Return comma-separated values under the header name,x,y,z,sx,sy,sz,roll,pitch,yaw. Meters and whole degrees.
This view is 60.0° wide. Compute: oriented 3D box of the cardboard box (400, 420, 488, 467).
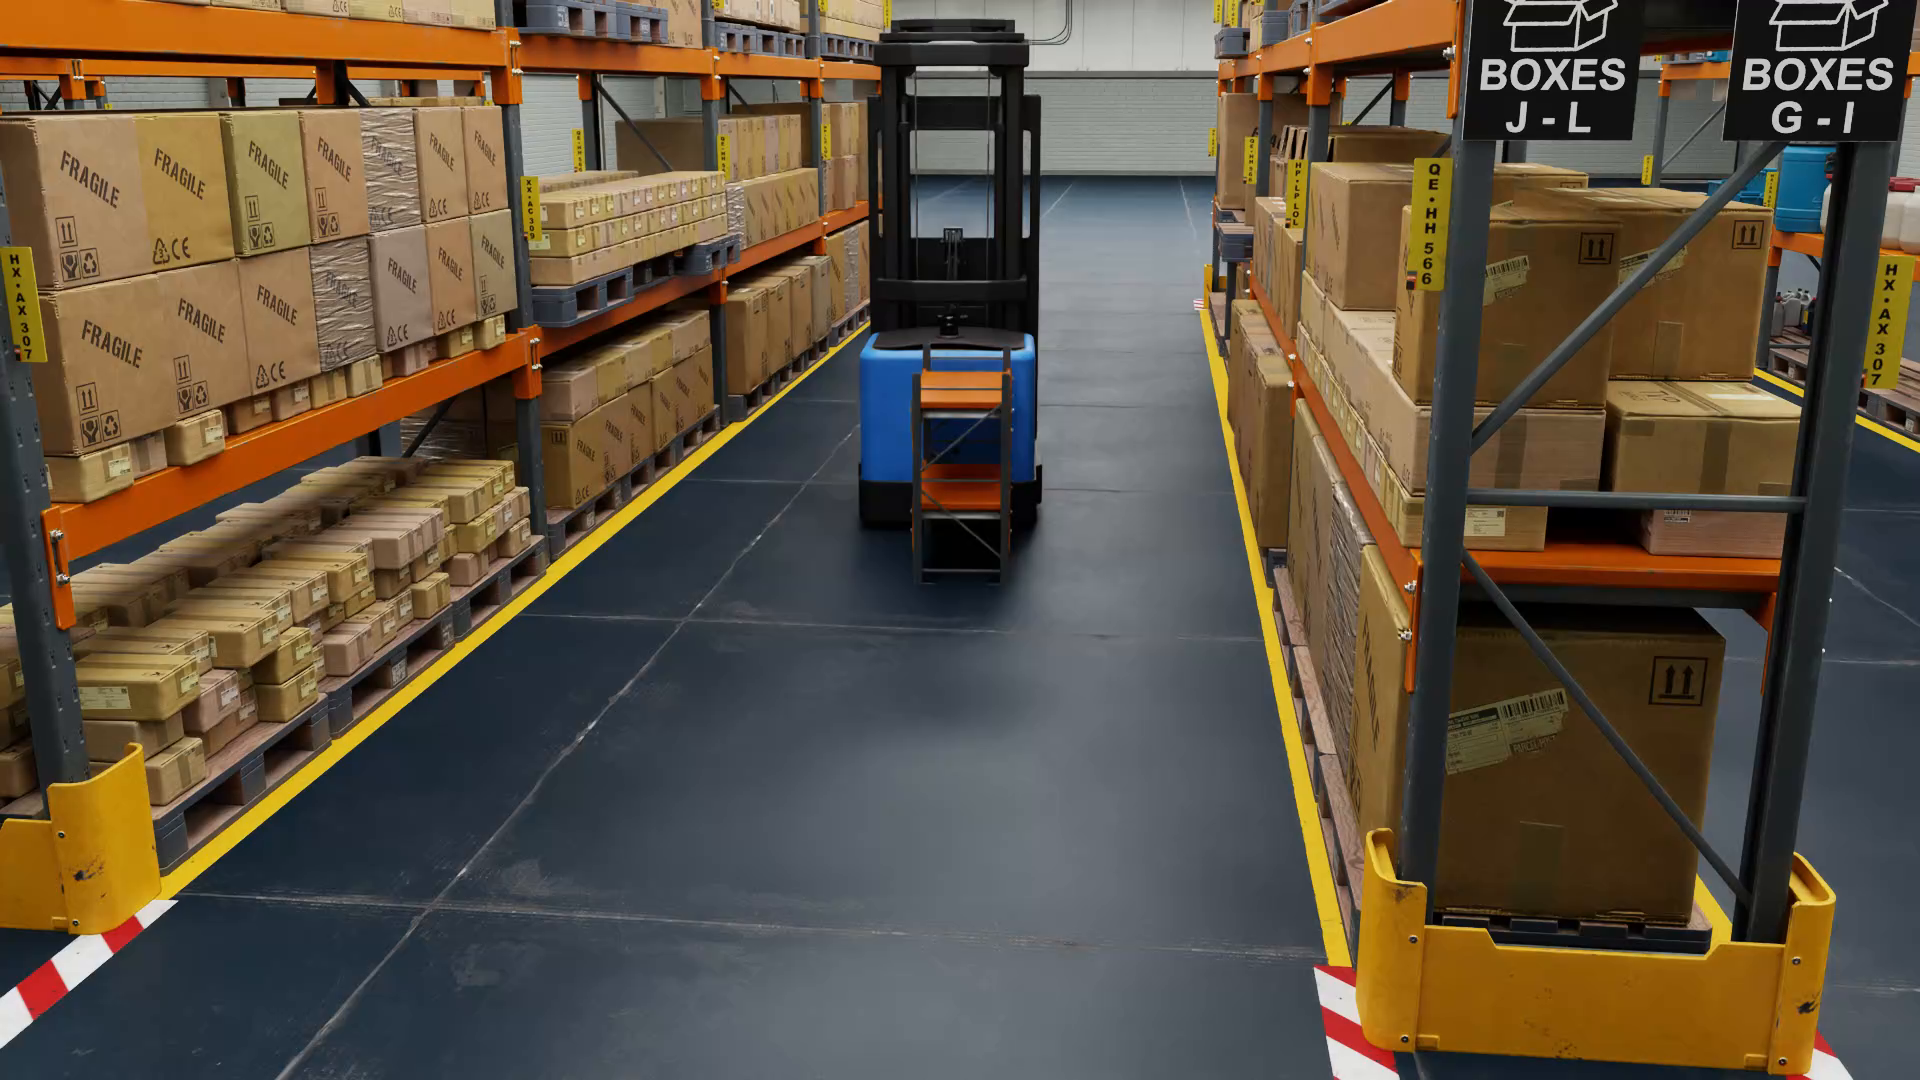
name,x,y,z,sx,sy,sz,roll,pitch,yaw
cardboard box,-2.920,-0.499,9.744,0.500,0.500,0.500,1,15,5

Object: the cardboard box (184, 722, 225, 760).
name,x,y,z,sx,sy,sz,roll,pitch,yaw
cardboard box,-2.879,0.711,5.943,0.380,0.149,0.250,2,15,6

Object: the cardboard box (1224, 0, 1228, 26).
name,x,y,z,sx,sy,sz,roll,pitch,yaw
cardboard box,3.082,-5.747,17.705,0.500,0.500,0.500,2,15,6

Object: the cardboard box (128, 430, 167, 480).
name,x,y,z,sx,sy,sz,roll,pitch,yaw
cardboard box,-2.854,-0.286,5.455,0.380,0.149,0.250,2,15,8

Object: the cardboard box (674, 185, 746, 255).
name,x,y,z,sx,sy,sz,roll,pitch,yaw
cardboard box,-1.983,-2.497,12.960,0.500,0.500,0.500,2,15,7

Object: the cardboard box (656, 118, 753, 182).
name,x,y,z,sx,sy,sz,roll,pitch,yaw
cardboard box,-2.129,-3.252,13.835,0.700,0.500,0.500,1,15,5

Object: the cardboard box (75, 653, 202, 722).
name,x,y,z,sx,sy,sz,roll,pitch,yaw
cardboard box,-2.808,0.495,5.604,0.380,0.149,0.250,1,15,4

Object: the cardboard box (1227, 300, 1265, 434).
name,x,y,z,sx,sy,sz,roll,pitch,yaw
cardboard box,2.517,-1.167,11.497,1.225,0.875,0.875,1,15,4

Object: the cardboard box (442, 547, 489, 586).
name,x,y,z,sx,sy,sz,roll,pitch,yaw
cardboard box,-2.537,0.117,8.139,0.380,0.149,0.250,1,15,4

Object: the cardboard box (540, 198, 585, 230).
name,x,y,z,sx,sy,sz,roll,pitch,yaw
cardboard box,-2.251,-1.760,8.963,0.380,0.149,0.250,2,15,9

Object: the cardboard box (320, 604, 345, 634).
name,x,y,z,sx,sy,sz,roll,pitch,yaw
cardboard box,-2.802,0.294,6.916,0.380,0.149,0.250,2,15,9

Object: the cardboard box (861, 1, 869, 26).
name,x,y,z,sx,sy,sz,roll,pitch,yaw
cardboard box,-1.291,-5.791,18.305,0.500,0.250,0.500,2,15,6

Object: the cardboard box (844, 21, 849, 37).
name,x,y,z,sx,sy,sz,roll,pitch,yaw
cardboard box,-1.358,-5.304,17.270,0.380,0.149,0.250,1,15,5

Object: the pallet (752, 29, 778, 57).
name,x,y,z,sx,sy,sz,roll,pitch,yaw
pallet,-2.158,-4.156,13.901,1.003,0.211,1.213,2,15,9

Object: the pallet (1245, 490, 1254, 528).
name,x,y,z,sx,sy,sz,roll,pitch,yaw
pallet,2.311,-0.304,10.384,1.003,0.211,1.213,2,15,6

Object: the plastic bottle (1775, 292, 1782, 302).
name,x,y,z,sx,sy,sz,roll,pitch,yaw
plastic bottle,8.506,-2.448,17.329,0.061,0.283,0.133,2,15,6

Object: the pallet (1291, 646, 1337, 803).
name,x,y,z,sx,sy,sz,roll,pitch,yaw
pallet,1.865,0.727,6.568,1.003,0.211,1.213,2,15,6

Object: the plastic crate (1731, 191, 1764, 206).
name,x,y,z,sx,sy,sz,roll,pitch,yaw
plastic crate,7.843,-3.283,16.342,0.499,0.251,0.616,2,15,6

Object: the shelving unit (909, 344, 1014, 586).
name,x,y,z,sx,sy,sz,roll,pitch,yaw
shelving unit,0.022,-0.438,9.126,0.538,1.125,1.048,0,15,2

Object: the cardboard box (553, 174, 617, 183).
name,x,y,z,sx,sy,sz,roll,pitch,yaw
cardboard box,-2.606,-2.462,11.557,0.380,0.149,0.250,2,15,6

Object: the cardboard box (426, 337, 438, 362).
name,x,y,z,sx,sy,sz,roll,pitch,yaw
cardboard box,-2.660,-0.899,7.720,0.380,0.149,0.250,1,15,5

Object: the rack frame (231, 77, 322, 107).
name,x,y,z,sx,sy,sz,roll,pitch,yaw
rack frame,-6.780,-3.498,16.851,1.000,3.000,0.127,2,15,6

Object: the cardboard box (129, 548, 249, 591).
name,x,y,z,sx,sy,sz,roll,pitch,yaw
cardboard box,-3.201,0.140,6.916,0.380,0.149,0.250,1,15,4

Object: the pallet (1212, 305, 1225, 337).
name,x,y,z,sx,sy,sz,roll,pitch,yaw
pallet,3.243,-2.352,17.957,1.003,0.211,1.213,2,15,6

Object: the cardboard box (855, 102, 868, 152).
name,x,y,z,sx,sy,sz,roll,pitch,yaw
cardboard box,-1.450,-4.769,19.195,0.875,0.550,0.550,2,15,6

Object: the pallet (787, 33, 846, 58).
name,x,y,z,sx,sy,sz,roll,pitch,yaw
pallet,-1.747,-4.995,16.812,1.003,0.211,1.213,2,15,6

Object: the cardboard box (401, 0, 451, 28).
name,x,y,z,sx,sy,sz,roll,pitch,yaw
cardboard box,-2.608,-2.414,7.385,0.500,0.250,0.500,2,15,6

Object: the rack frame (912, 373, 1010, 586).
name,x,y,z,sx,sy,sz,roll,pitch,yaw
rack frame,0.006,-0.305,8.636,0.500,1.125,0.032,0,15,2

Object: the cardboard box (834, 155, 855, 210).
name,x,y,z,sx,sy,sz,roll,pitch,yaw
cardboard box,-1.603,-3.826,17.779,0.875,0.550,0.550,2,15,6

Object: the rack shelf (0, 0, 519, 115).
name,x,y,z,sx,sy,sz,roll,pitch,yaw
rack shelf,-2.979,-1.885,6.519,1.077,0.370,4.000,2,15,6

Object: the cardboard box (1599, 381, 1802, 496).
name,x,y,z,sx,sy,sz,roll,pitch,yaw
cardboard box,2.035,-0.281,4.673,0.500,0.250,0.500,1,15,5

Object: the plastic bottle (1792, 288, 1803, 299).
name,x,y,z,sx,sy,sz,roll,pitch,yaw
plastic bottle,8.582,-2.398,17.016,0.144,0.351,0.185,2,15,9

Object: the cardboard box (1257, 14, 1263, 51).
name,x,y,z,sx,sy,sz,roll,pitch,yaw
cardboard box,2.425,-3.674,12.045,0.500,0.250,0.500,2,15,6

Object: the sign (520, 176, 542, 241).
name,x,y,z,sx,sy,sz,roll,pitch,yaw
sign,-2.213,-1.707,8.570,0.100,0.325,0.005,2,15,6

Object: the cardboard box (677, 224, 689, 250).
name,x,y,z,sx,sy,sz,roll,pitch,yaw
cardboard box,-2.019,-2.015,11.045,0.380,0.149,0.250,1,15,4

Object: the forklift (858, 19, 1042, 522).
name,x,y,z,sx,sy,sz,roll,pitch,yaw
forklift,-0.028,-1.846,10.875,1.130,2.935,3.031,0,15,2

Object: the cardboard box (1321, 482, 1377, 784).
name,x,y,z,sx,sy,sz,roll,pitch,yaw
cardboard box,1.808,0.325,5.979,0.875,0.875,0.875,2,15,6

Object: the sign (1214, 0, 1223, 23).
name,x,y,z,sx,sy,sz,roll,pitch,yaw
sign,2.979,-6.129,19.161,0.100,0.325,0.005,2,15,6

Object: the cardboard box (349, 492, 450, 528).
name,x,y,z,sx,sy,sz,roll,pitch,yaw
cardboard box,-2.652,-0.120,7.876,0.380,0.149,0.250,2,15,8

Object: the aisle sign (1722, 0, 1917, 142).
name,x,y,z,sx,sy,sz,roll,pitch,yaw
aisle sign,2.003,-1.321,3.820,0.394,0.787,0.004,2,15,6

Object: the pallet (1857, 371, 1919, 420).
name,x,y,z,sx,sy,sz,roll,pitch,yaw
pallet,7.803,-1.192,13.665,1.003,0.211,1.213,2,15,6

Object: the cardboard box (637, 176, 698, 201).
name,x,y,z,sx,sy,sz,roll,pitch,yaw
cardboard box,-1.988,-2.366,11.204,0.380,0.149,0.250,2,15,8

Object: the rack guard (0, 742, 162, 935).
name,x,y,z,sx,sy,sz,roll,pitch,yaw
rack guard,-3.196,0.921,5.298,1.175,0.500,0.348,2,15,6

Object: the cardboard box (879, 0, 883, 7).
name,x,y,z,sx,sy,sz,roll,pitch,yaw
cardboard box,-1.100,-6.281,19.354,0.380,0.149,0.250,2,15,7

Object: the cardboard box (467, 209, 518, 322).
name,x,y,z,sx,sy,sz,roll,pitch,yaw
cardboard box,-2.527,-1.361,8.189,0.500,0.500,0.500,2,15,6

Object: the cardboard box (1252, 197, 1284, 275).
name,x,y,z,sx,sy,sz,roll,pitch,yaw
cardboard box,2.290,-2.099,11.485,0.500,0.500,0.500,2,15,8

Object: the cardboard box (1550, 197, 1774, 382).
name,x,y,z,sx,sy,sz,roll,pitch,yaw
cardboard box,2.092,-0.773,5.055,0.500,0.500,0.500,1,15,5

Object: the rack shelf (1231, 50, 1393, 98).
name,x,y,z,sx,sy,sz,roll,pitch,yaw
rack shelf,2.841,-3.788,13.555,1.077,0.370,4.000,2,15,6

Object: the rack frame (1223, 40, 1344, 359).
name,x,y,z,sx,sy,sz,roll,pitch,yaw
rack frame,3.067,-3.206,15.771,1.000,3.000,0.127,2,15,6

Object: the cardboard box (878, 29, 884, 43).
name,x,y,z,sx,sy,sz,roll,pitch,yaw
cardboard box,-1.100,-5.897,19.463,0.380,0.149,0.250,2,15,6

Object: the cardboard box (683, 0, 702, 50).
name,x,y,z,sx,sy,sz,roll,pitch,yaw
cardboard box,-2.113,-3.681,11.592,0.500,0.500,0.500,2,15,6

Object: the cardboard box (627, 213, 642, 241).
name,x,y,z,sx,sy,sz,roll,pitch,yaw
cardboard box,-2.138,-1.889,10.007,0.380,0.149,0.250,2,15,9

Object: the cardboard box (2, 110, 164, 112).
name,x,y,z,sx,sy,sz,roll,pitch,yaw
cardboard box,-3.293,-1.333,6.168,0.500,0.500,0.500,2,15,9

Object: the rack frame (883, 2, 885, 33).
name,x,y,z,sx,sy,sz,roll,pitch,yaw
rack frame,-1.399,-7.312,19.462,1.000,3.000,0.127,2,15,6

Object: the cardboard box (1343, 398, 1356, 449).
name,x,y,z,sx,sy,sz,roll,pitch,yaw
cardboard box,1.568,-0.406,5.900,0.380,0.149,0.250,2,15,6
